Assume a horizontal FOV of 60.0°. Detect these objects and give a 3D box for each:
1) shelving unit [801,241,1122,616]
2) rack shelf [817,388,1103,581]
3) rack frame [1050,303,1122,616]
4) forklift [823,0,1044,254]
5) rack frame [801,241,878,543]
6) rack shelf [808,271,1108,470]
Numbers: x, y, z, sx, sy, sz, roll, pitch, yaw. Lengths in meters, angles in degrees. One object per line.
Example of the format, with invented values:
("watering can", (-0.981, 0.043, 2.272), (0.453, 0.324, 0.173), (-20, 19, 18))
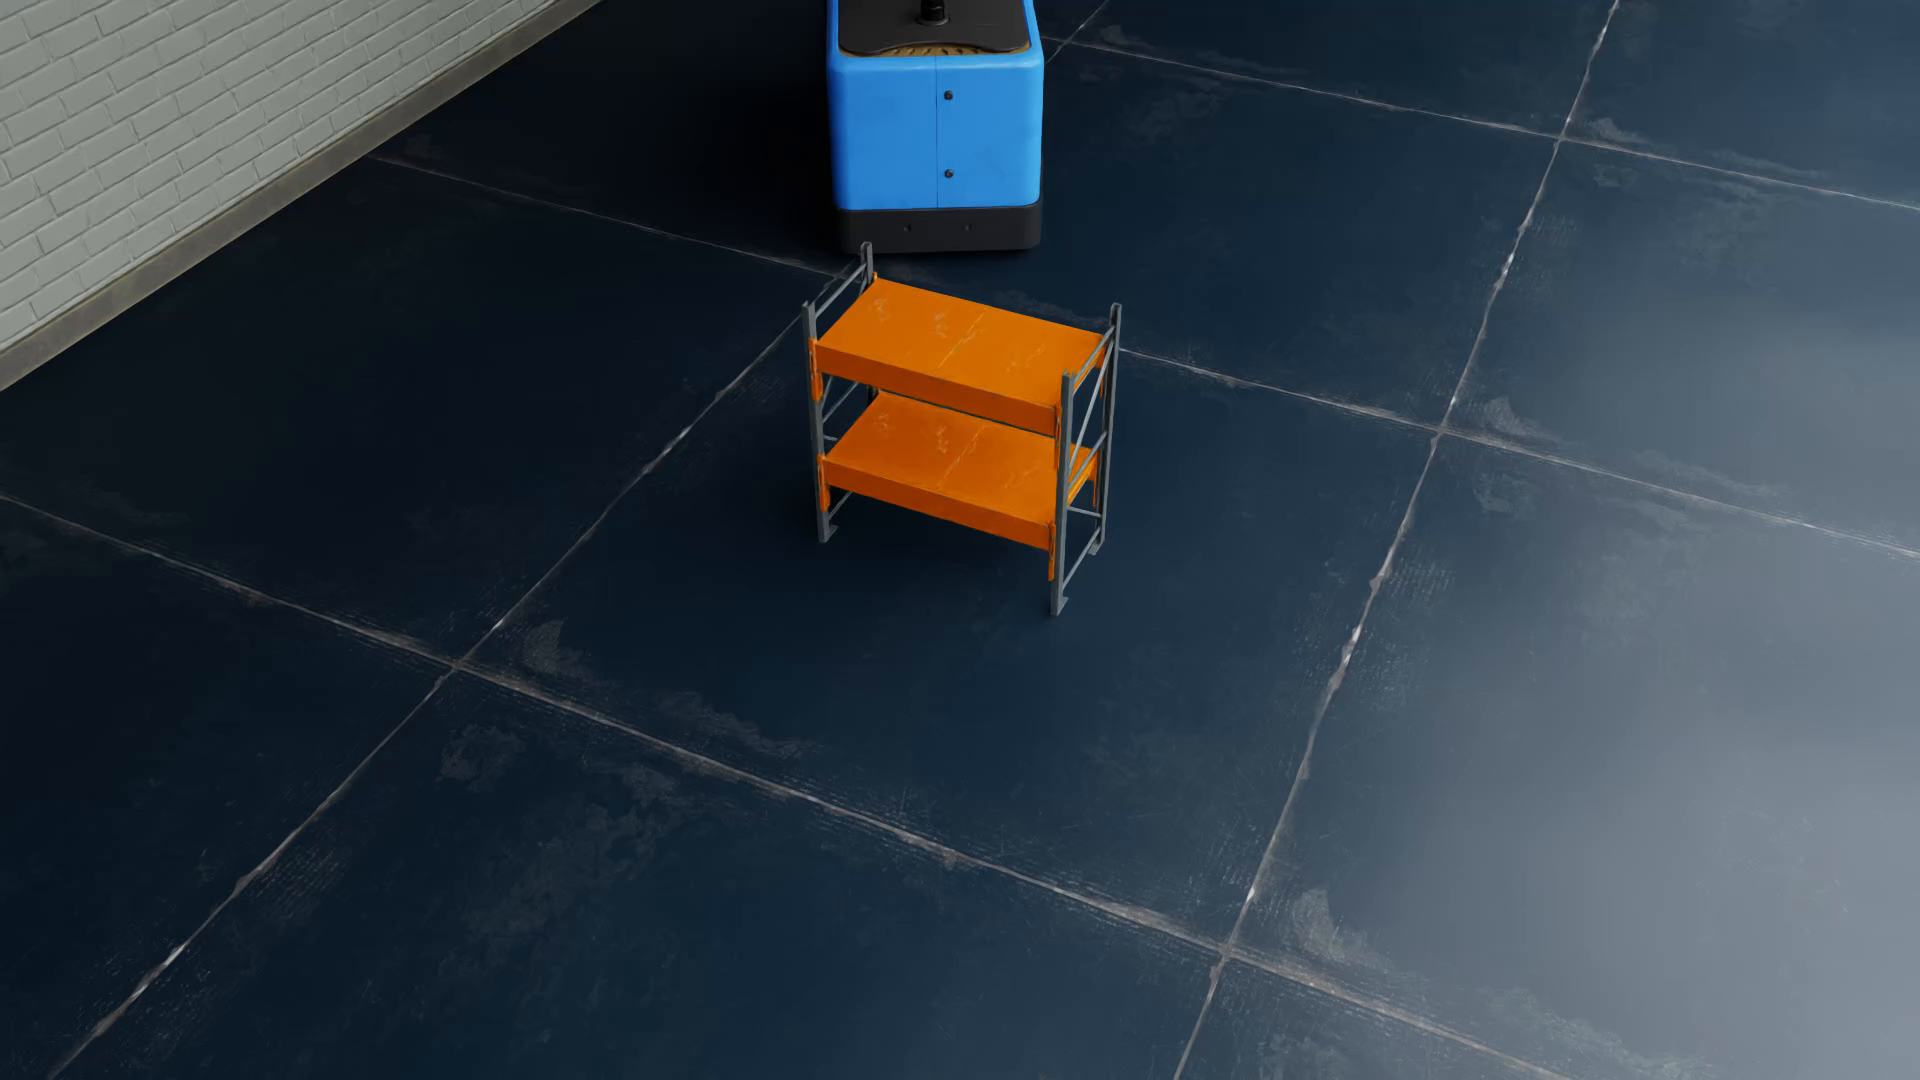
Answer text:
("shelving unit", (0.006, -0.423, 6.379), (1.048, 1.125, 0.538), (17, 44, 19))
("rack shelf", (0.006, -0.238, 6.540), (1.000, 0.278, 0.538), (17, 44, 19))
("rack frame", (0.467, -0.282, 6.217), (0.032, 1.125, 0.500), (17, 44, 19))
("forklift", (-0.188, -3.482, 8.530), (1.130, 2.935, 3.031), (-2, 41, -2))
("rack frame", (-0.455, -0.564, 6.542), (0.032, 1.125, 0.500), (17, 44, 19))
("rack shelf", (0.006, -0.644, 6.188), (1.000, 0.278, 0.538), (17, 44, 19))
